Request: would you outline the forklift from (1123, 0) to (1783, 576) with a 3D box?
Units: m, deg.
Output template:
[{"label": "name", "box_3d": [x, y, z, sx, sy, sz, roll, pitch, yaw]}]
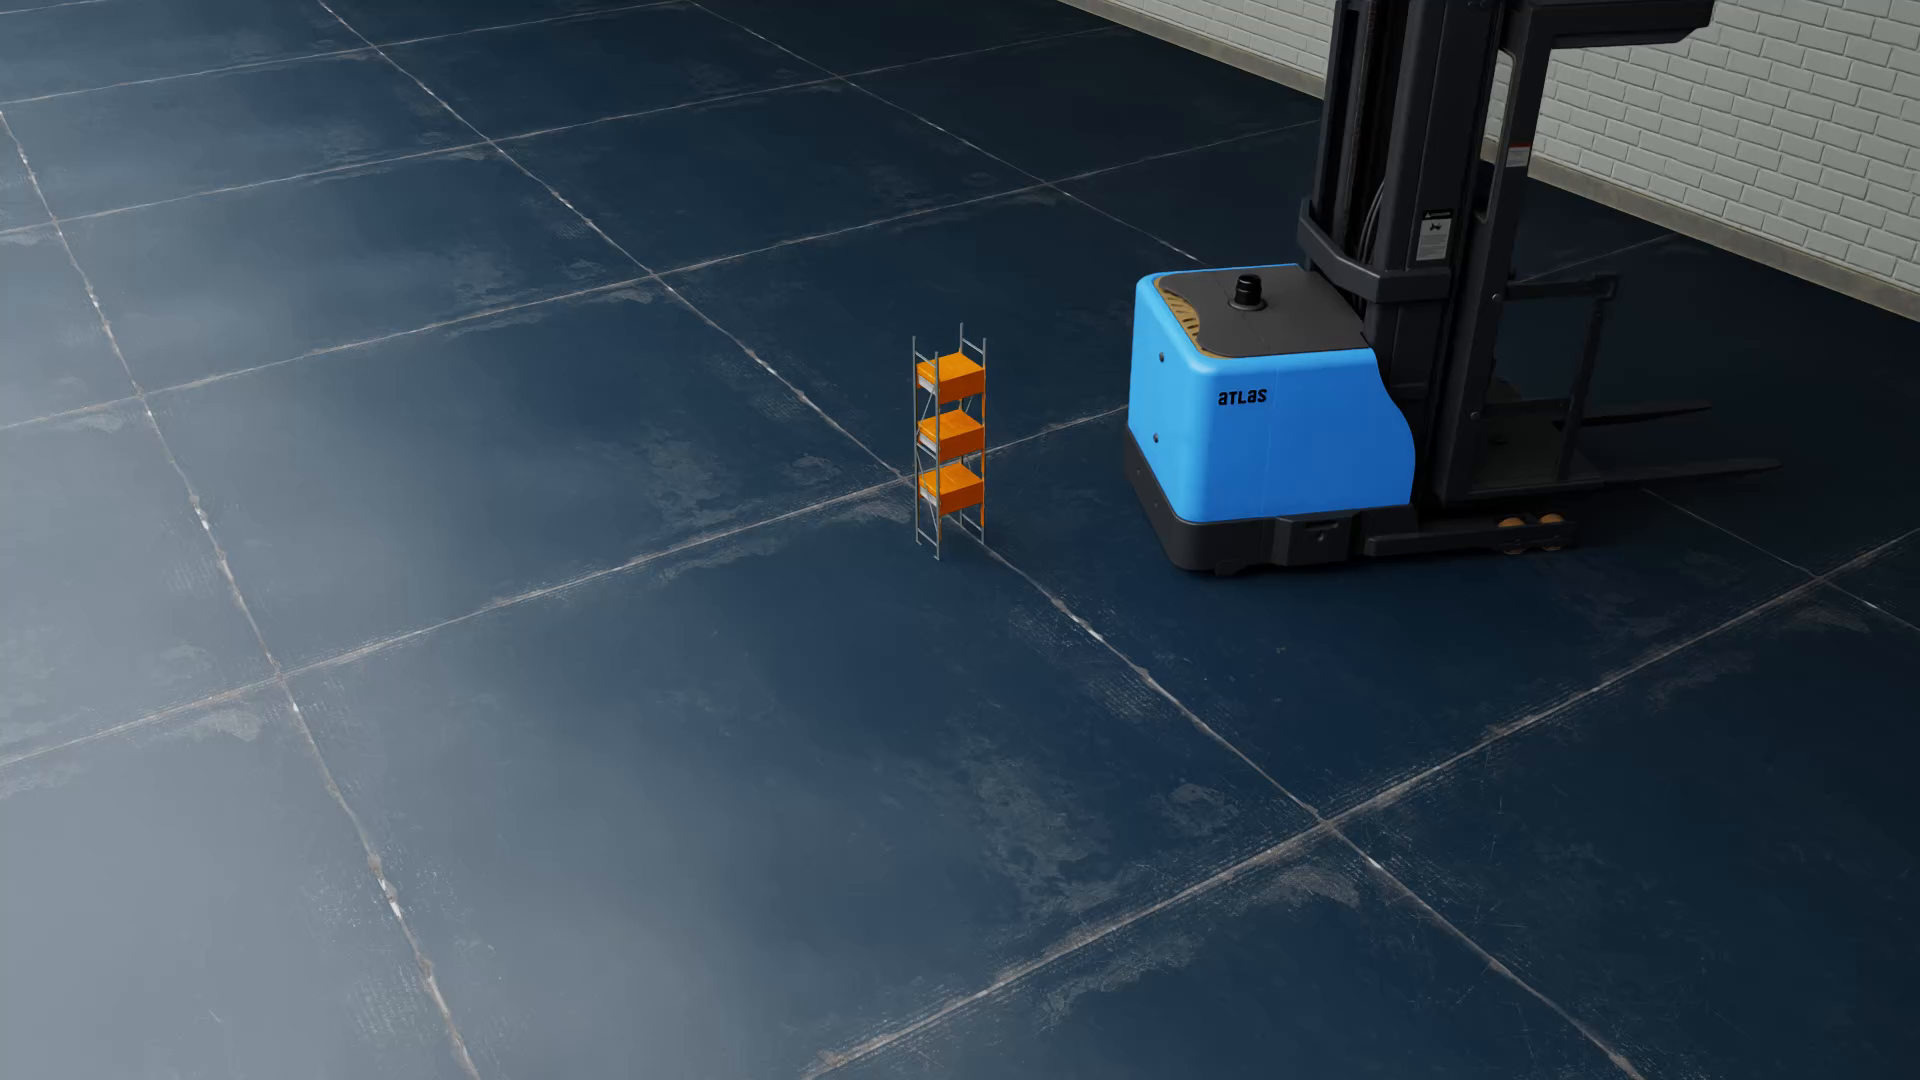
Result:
[{"label": "forklift", "box_3d": [2.366, -1.446, 7.296, 3.031, 2.935, 1.130, -5, 33, -8]}]

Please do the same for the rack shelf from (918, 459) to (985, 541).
[{"label": "rack shelf", "box_3d": [-0.045, -0.185, 7.599, 0.240, 0.259, 0.215, -19, 37, -27]}]

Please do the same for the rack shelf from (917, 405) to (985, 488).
[{"label": "rack shelf", "box_3d": [-0.045, -0.420, 7.451, 0.240, 0.259, 0.215, -19, 37, -27]}]

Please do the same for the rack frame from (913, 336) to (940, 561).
[{"label": "rack frame", "box_3d": [-0.148, -0.393, 7.389, 0.008, 1.050, 0.200, -19, 37, -27]}]

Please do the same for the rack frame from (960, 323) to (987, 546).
[{"label": "rack frame", "box_3d": [0.058, -0.464, 7.501, 0.008, 1.050, 0.200, -19, 37, -27]}]

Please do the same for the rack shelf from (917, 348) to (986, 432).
[{"label": "rack shelf", "box_3d": [-0.045, -0.660, 7.300, 0.240, 0.259, 0.215, -19, 37, -27]}]

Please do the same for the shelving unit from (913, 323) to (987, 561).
[{"label": "shelving unit", "box_3d": [-0.045, -0.429, 7.445, 0.252, 1.050, 0.215, -19, 37, -27]}]
